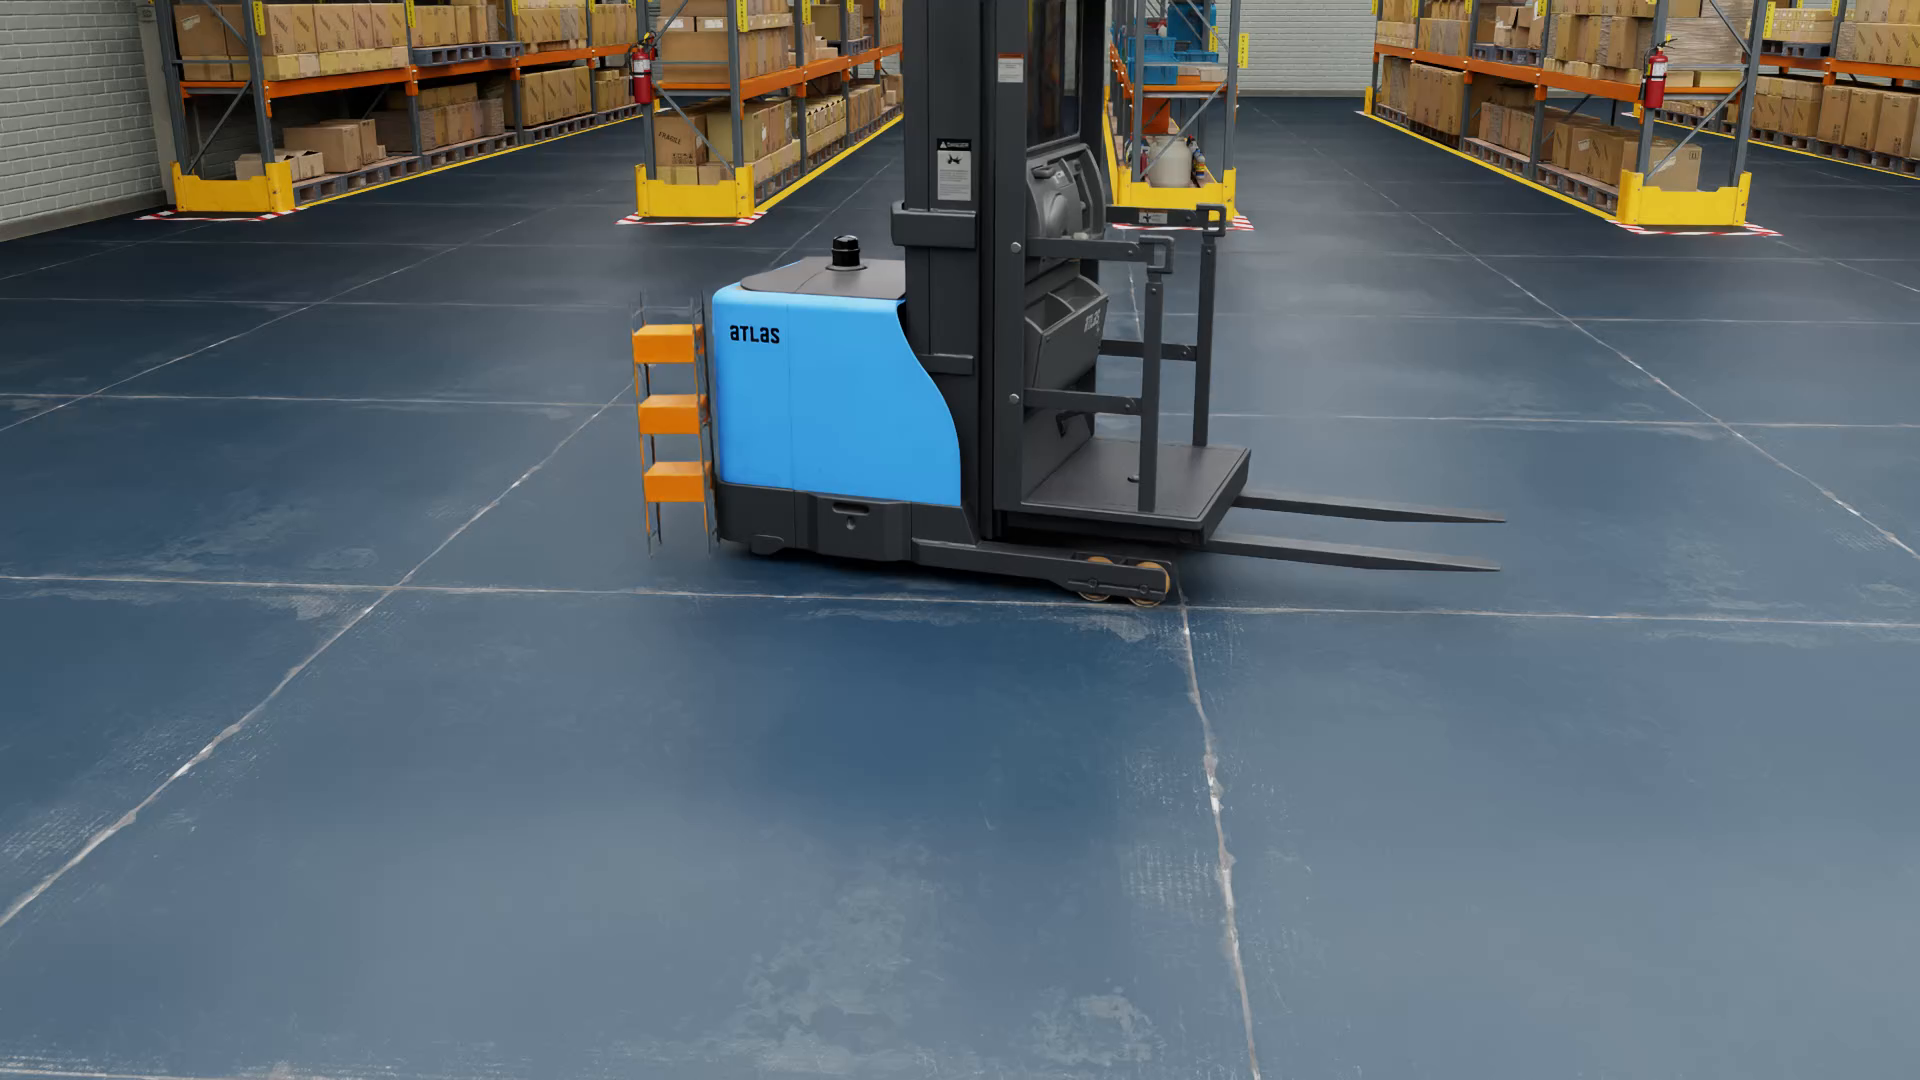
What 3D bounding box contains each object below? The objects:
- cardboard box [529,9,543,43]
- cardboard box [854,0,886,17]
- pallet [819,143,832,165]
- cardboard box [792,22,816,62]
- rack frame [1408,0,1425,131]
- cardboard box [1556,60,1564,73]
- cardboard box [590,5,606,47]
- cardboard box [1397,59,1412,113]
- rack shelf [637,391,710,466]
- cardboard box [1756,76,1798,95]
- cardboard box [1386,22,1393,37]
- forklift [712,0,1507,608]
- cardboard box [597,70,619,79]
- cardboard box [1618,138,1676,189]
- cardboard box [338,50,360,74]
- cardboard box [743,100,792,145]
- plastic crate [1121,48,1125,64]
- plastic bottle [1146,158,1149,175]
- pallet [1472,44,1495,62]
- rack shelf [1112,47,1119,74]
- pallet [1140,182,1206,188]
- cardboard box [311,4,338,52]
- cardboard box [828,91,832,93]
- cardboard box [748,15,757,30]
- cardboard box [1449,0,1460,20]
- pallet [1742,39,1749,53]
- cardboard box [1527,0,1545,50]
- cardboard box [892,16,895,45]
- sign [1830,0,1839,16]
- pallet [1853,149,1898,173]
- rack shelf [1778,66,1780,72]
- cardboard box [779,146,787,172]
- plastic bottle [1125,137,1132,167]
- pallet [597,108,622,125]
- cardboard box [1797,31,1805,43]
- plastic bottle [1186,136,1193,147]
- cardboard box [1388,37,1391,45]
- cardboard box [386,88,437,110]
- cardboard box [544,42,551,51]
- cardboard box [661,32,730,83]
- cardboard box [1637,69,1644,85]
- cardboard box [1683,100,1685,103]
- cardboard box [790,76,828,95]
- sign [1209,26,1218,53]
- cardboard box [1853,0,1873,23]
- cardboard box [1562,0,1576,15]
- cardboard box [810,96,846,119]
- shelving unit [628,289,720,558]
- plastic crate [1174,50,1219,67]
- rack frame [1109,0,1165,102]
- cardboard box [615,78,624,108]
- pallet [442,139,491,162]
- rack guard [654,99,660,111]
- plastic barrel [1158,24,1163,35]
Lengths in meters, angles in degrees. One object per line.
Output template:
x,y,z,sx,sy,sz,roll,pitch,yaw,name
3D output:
-6.748,-7.886,25.504,0.500,0.500,0.500,2,18,6,cardboard box
-1.542,-9.176,28.344,0.500,0.500,0.500,2,18,5,cardboard box
-2.331,-5.313,22.799,1.003,0.211,1.213,1,18,4,pallet
-2.247,-6.797,22.689,0.500,0.500,0.500,0,18,1,cardboard box
8.024,-8.291,27.409,1.000,3.000,0.127,1,18,4,rack frame
7.114,-5.471,19.207,0.380,0.149,0.250,1,18,4,cardboard box
-6.743,-8.933,28.888,0.980,0.700,0.700,2,18,5,cardboard box
8.216,-7.964,29.148,0.875,0.875,0.875,1,18,4,cardboard box
-1.132,-0.446,6.623,0.240,0.259,0.215,0,18,4,rack shelf
12.571,-6.970,25.512,0.500,0.250,0.500,2,18,6,cardboard box
7.937,-9.143,29.772,0.500,0.250,0.500,1,18,2,cardboard box
0.594,-1.329,6.271,3.031,2.935,1.130,6,19,18,forklift
-6.398,-8.437,30.153,0.380,0.149,0.250,1,18,2,cardboard box
7.234,-3.956,17.518,0.500,0.500,0.500,6,19,18,cardboard box
-7.202,-5.455,18.963,0.500,0.250,0.500,1,18,4,cardboard box
-2.293,-4.974,19.823,0.500,0.500,0.500,1,18,4,cardboard box
2.354,-6.364,21.867,0.450,0.188,0.662,1,18,4,plastic crate
2.099,-4.258,18.888,0.097,0.201,0.097,0,18,0,plastic bottle
7.792,-6.734,22.965,1.213,0.211,1.003,1,18,4,pallet
2.940,-7.439,25.963,1.077,0.370,4.000,1,18,4,rack shelf
2.246,-3.626,17.651,1.003,0.211,1.213,1,18,4,pallet
-7.235,-5.646,18.340,0.500,0.500,0.500,1,18,2,cardboard box
-2.273,-6.749,26.010,0.500,0.500,0.500,1,18,2,cardboard box
-2.402,-5.580,17.933,0.380,0.149,0.250,1,18,2,cardboard box
7.897,-8.211,25.391,0.797,0.503,0.637,2,18,6,cardboard box
12.764,-7.824,26.291,1.003,0.211,1.213,1,18,4,pallet
7.647,-6.535,20.411,1.000,1.000,1.000,1,18,4,cardboard box
-1.442,-9.186,29.978,0.500,0.500,0.500,1,18,3,cardboard box
12.135,-7.428,23.044,0.100,0.325,0.005,1,18,4,sign
12.455,-4.961,21.723,1.003,0.211,1.213,1,18,4,pallet
13.107,-8.428,28.983,1.077,0.370,4.000,1,18,4,rack shelf
-2.312,-4.462,19.465,0.500,0.250,0.500,1,18,4,cardboard box
2.025,-4.567,19.592,0.144,0.351,0.185,1,18,2,plastic bottle
-6.665,-7.532,29.571,1.003,0.211,1.213,1,18,4,pallet
12.274,-7.227,23.892,0.380,0.149,0.250,1,18,4,cardboard box
2.738,-4.601,19.696,0.144,0.351,0.185,0,18,1,plastic bottle
7.866,-8.912,29.707,0.380,0.149,0.250,1,18,3,cardboard box
-7.307,-5.882,22.159,0.500,0.250,0.500,1,18,3,cardboard box
-6.731,-7.844,26.417,0.380,0.149,0.250,1,18,4,cardboard box
-2.671,-4.979,17.139,0.700,0.500,0.500,1,18,4,cardboard box
6.997,-4.616,16.595,0.380,0.149,0.250,1,18,4,cardboard box
12.894,-7.728,29.117,0.380,0.149,0.250,2,18,7,cardboard box
-2.311,-6.962,25.456,0.500,0.250,0.500,2,18,6,cardboard box
3.058,-6.033,20.073,0.100,0.325,0.005,1,18,4,sign
12.635,-7.290,22.588,0.700,0.500,0.500,1,18,4,cardboard box
7.130,-6.181,18.725,0.500,0.500,0.500,1,18,4,cardboard box
-1.935,-6.262,24.058,0.500,0.311,0.500,2,18,5,cardboard box
-1.132,-0.456,6.620,0.252,1.050,0.215,0,18,4,shelving unit
2.702,-5.497,19.119,0.499,0.251,0.616,1,18,4,plastic crate
3.371,-9.644,31.538,1.000,3.000,0.127,1,18,4,rack frame
-6.564,-8.180,30.409,0.700,0.500,0.500,2,18,5,cardboard box
-7.232,-5.435,23.170,1.003,0.211,1.213,1,18,4,pallet
-6.509,-8.685,32.625,1.175,0.500,0.348,1,18,4,rack guard
2.936,-6.888,22.948,0.421,0.512,0.421,0,18,0,plastic barrel
